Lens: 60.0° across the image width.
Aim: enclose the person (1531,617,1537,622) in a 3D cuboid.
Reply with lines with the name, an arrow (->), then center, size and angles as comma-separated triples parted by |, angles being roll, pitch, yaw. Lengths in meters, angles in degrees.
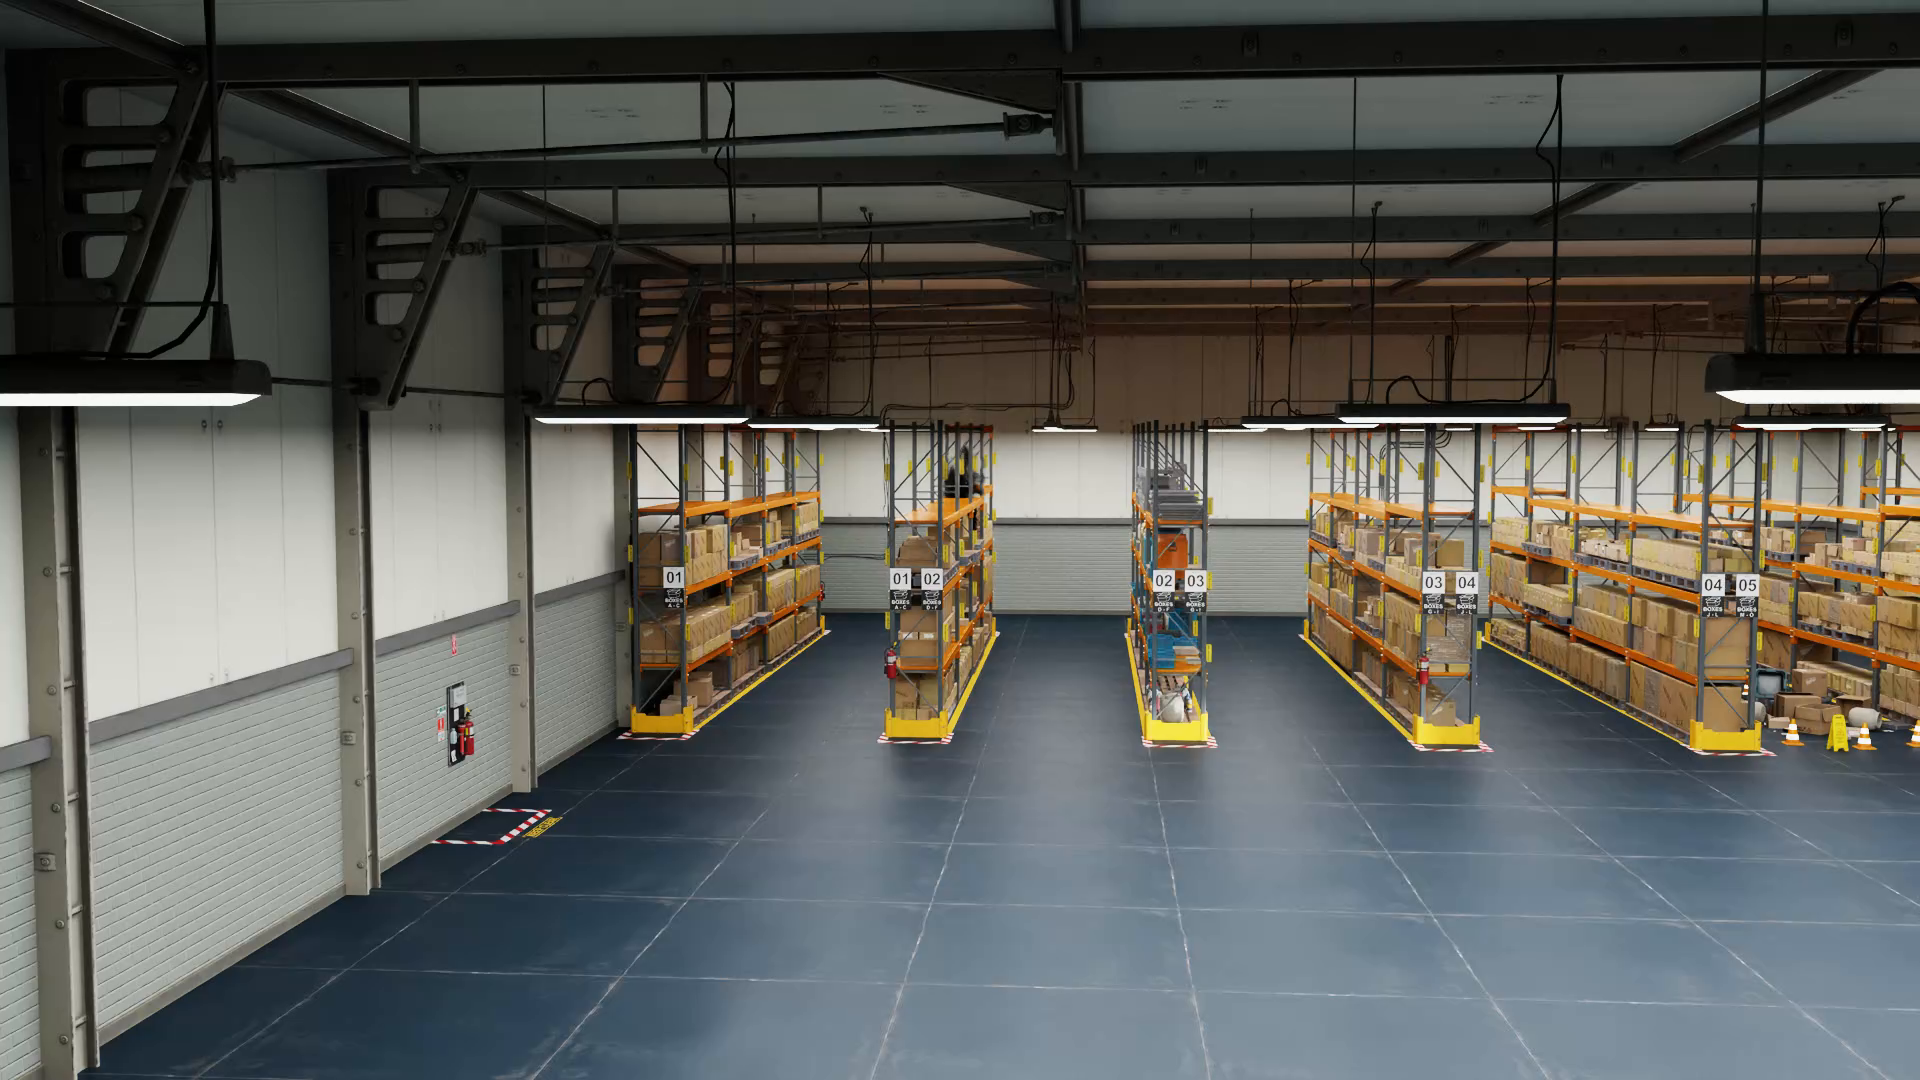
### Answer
person -> 16.349, 1.924, 47.251 | 0.762, 1.604, 0.888 | -2, 4, -29
